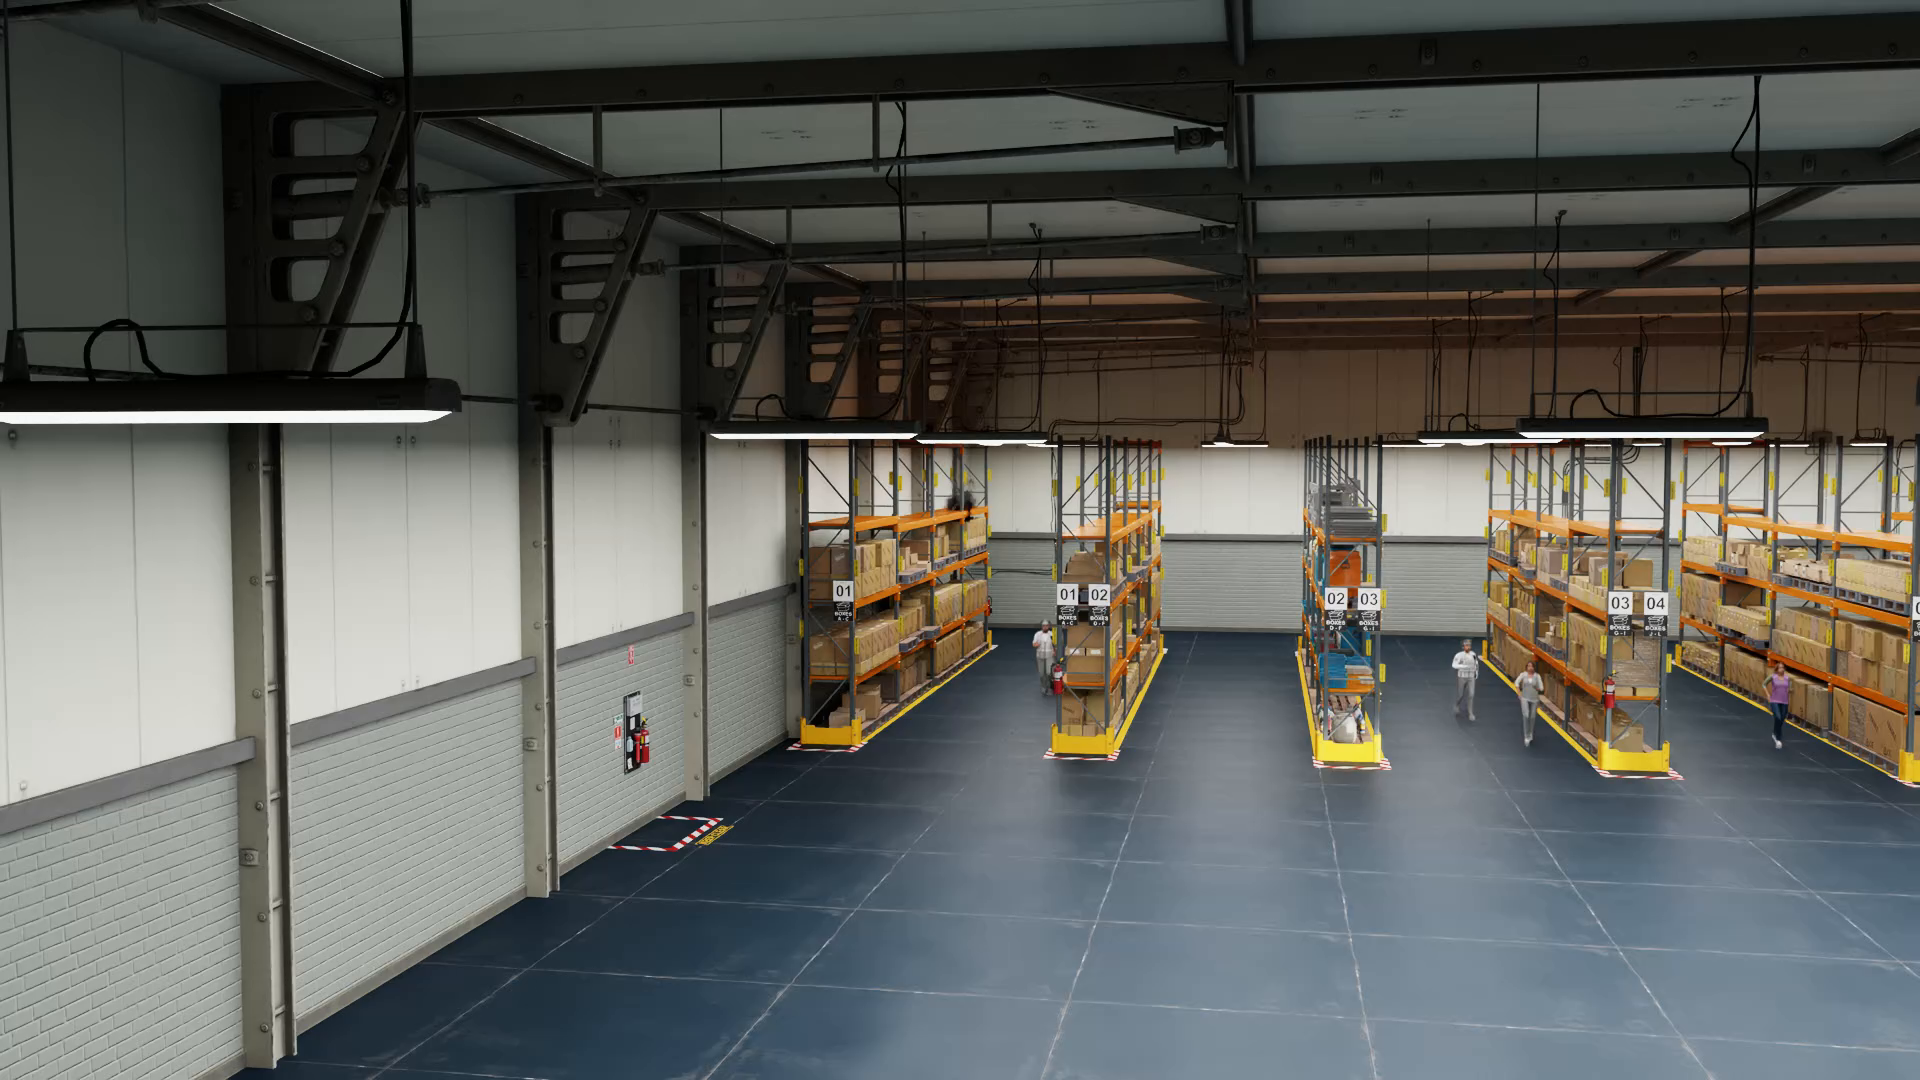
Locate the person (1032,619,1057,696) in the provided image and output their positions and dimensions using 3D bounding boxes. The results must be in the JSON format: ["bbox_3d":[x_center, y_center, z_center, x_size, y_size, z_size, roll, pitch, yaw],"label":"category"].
[{"bbox_3d":[1.999,2.757,38.800,0.642,1.815,0.689,1,3,10],"label":"person"}]

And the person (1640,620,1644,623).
[{"bbox_3d":[18.144,2.498,45.138,0.828,1.597,0.640,-2,4,-36],"label":"person"}]

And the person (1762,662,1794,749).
[{"bbox_3d":[15.825,3.177,32.160,0.502,1.636,0.689,0,3,6],"label":"person"}]

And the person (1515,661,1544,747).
[{"bbox_3d":[11.097,3.164,32.401,0.522,1.636,0.690,1,3,12],"label":"person"}]

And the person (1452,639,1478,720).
[{"bbox_3d":[10.767,2.940,35.392,0.644,1.679,0.892,0,3,-6],"label":"person"}]
